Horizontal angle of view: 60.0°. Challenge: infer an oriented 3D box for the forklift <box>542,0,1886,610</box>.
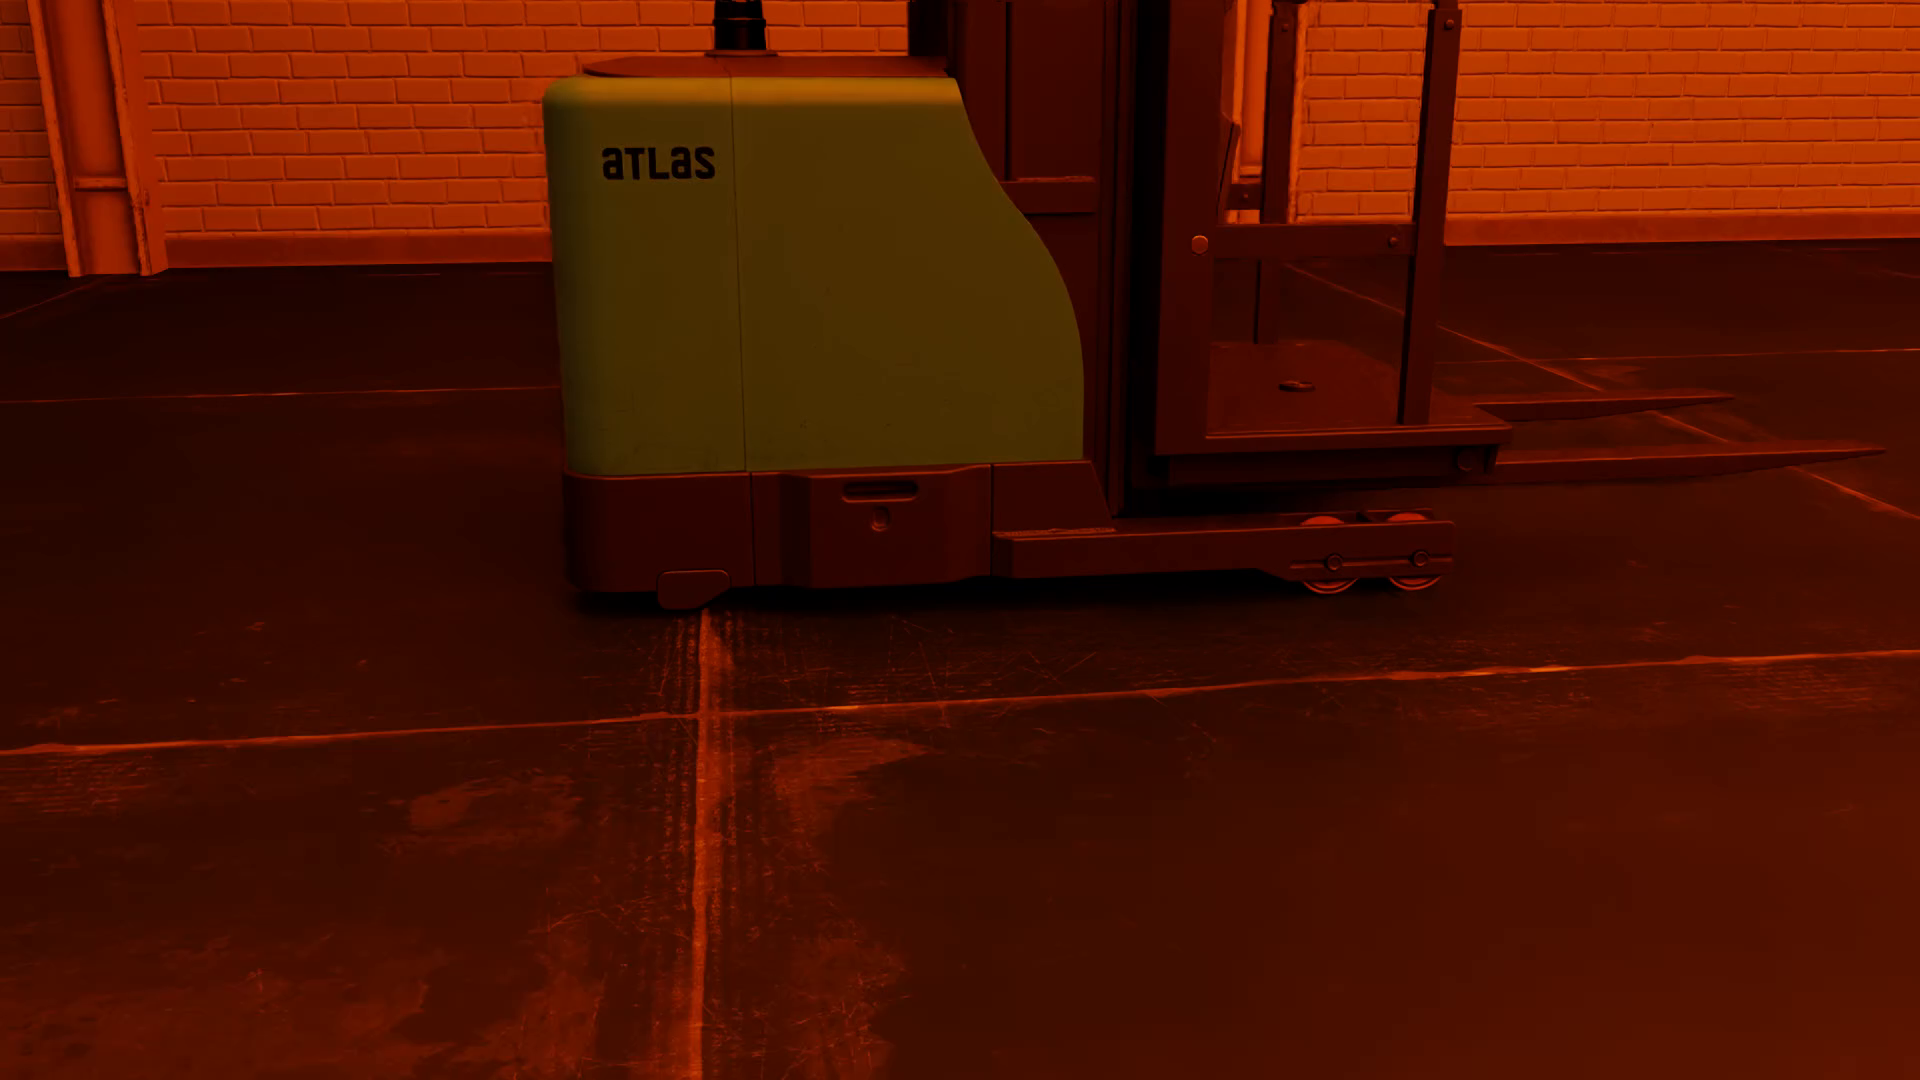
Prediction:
[{"bbox_3d":[0.629,-1.435,3.648,3.031,2.935,1.130,-2,17,-8],"label":"forklift"}]
